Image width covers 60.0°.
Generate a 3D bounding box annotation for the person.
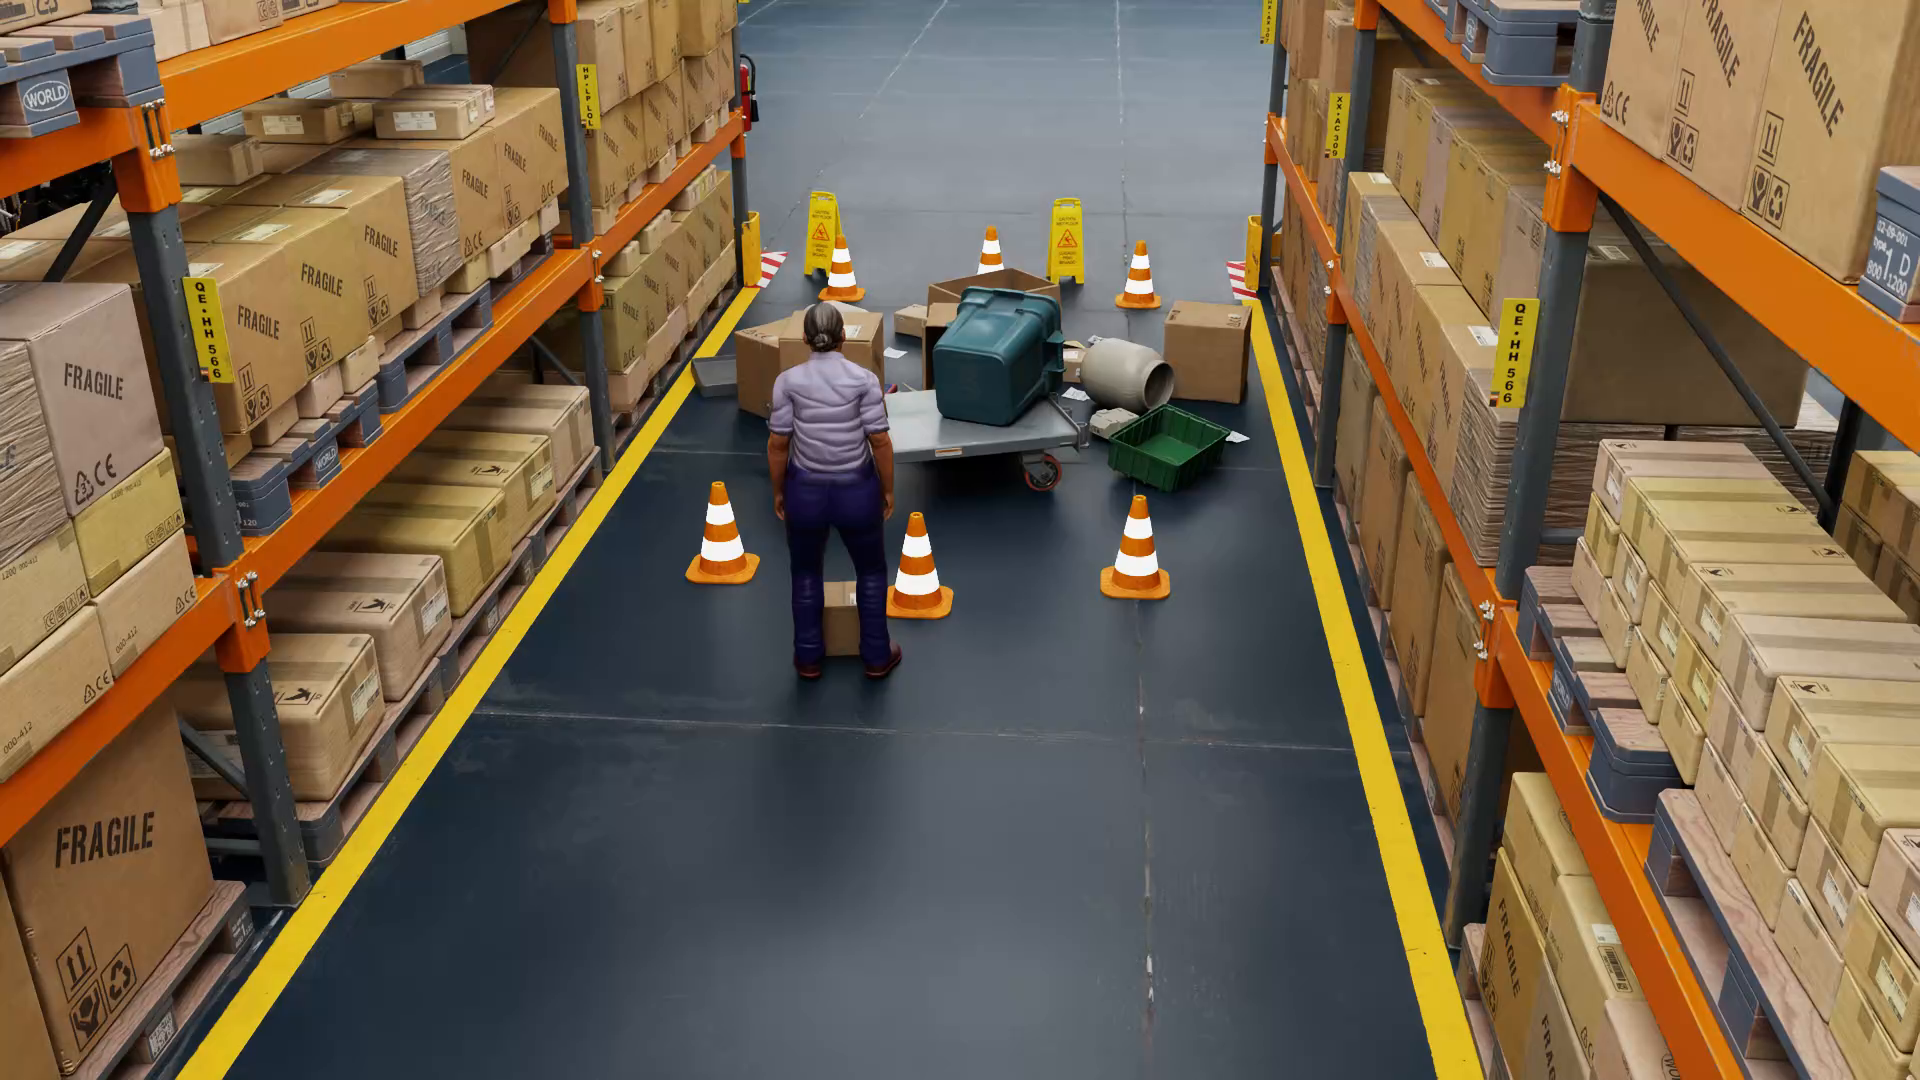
[{"bbox_3d":[-0.529,-0.180,7.007,0.537,1.651,0.372,0,25,0],"label":"person"}]
